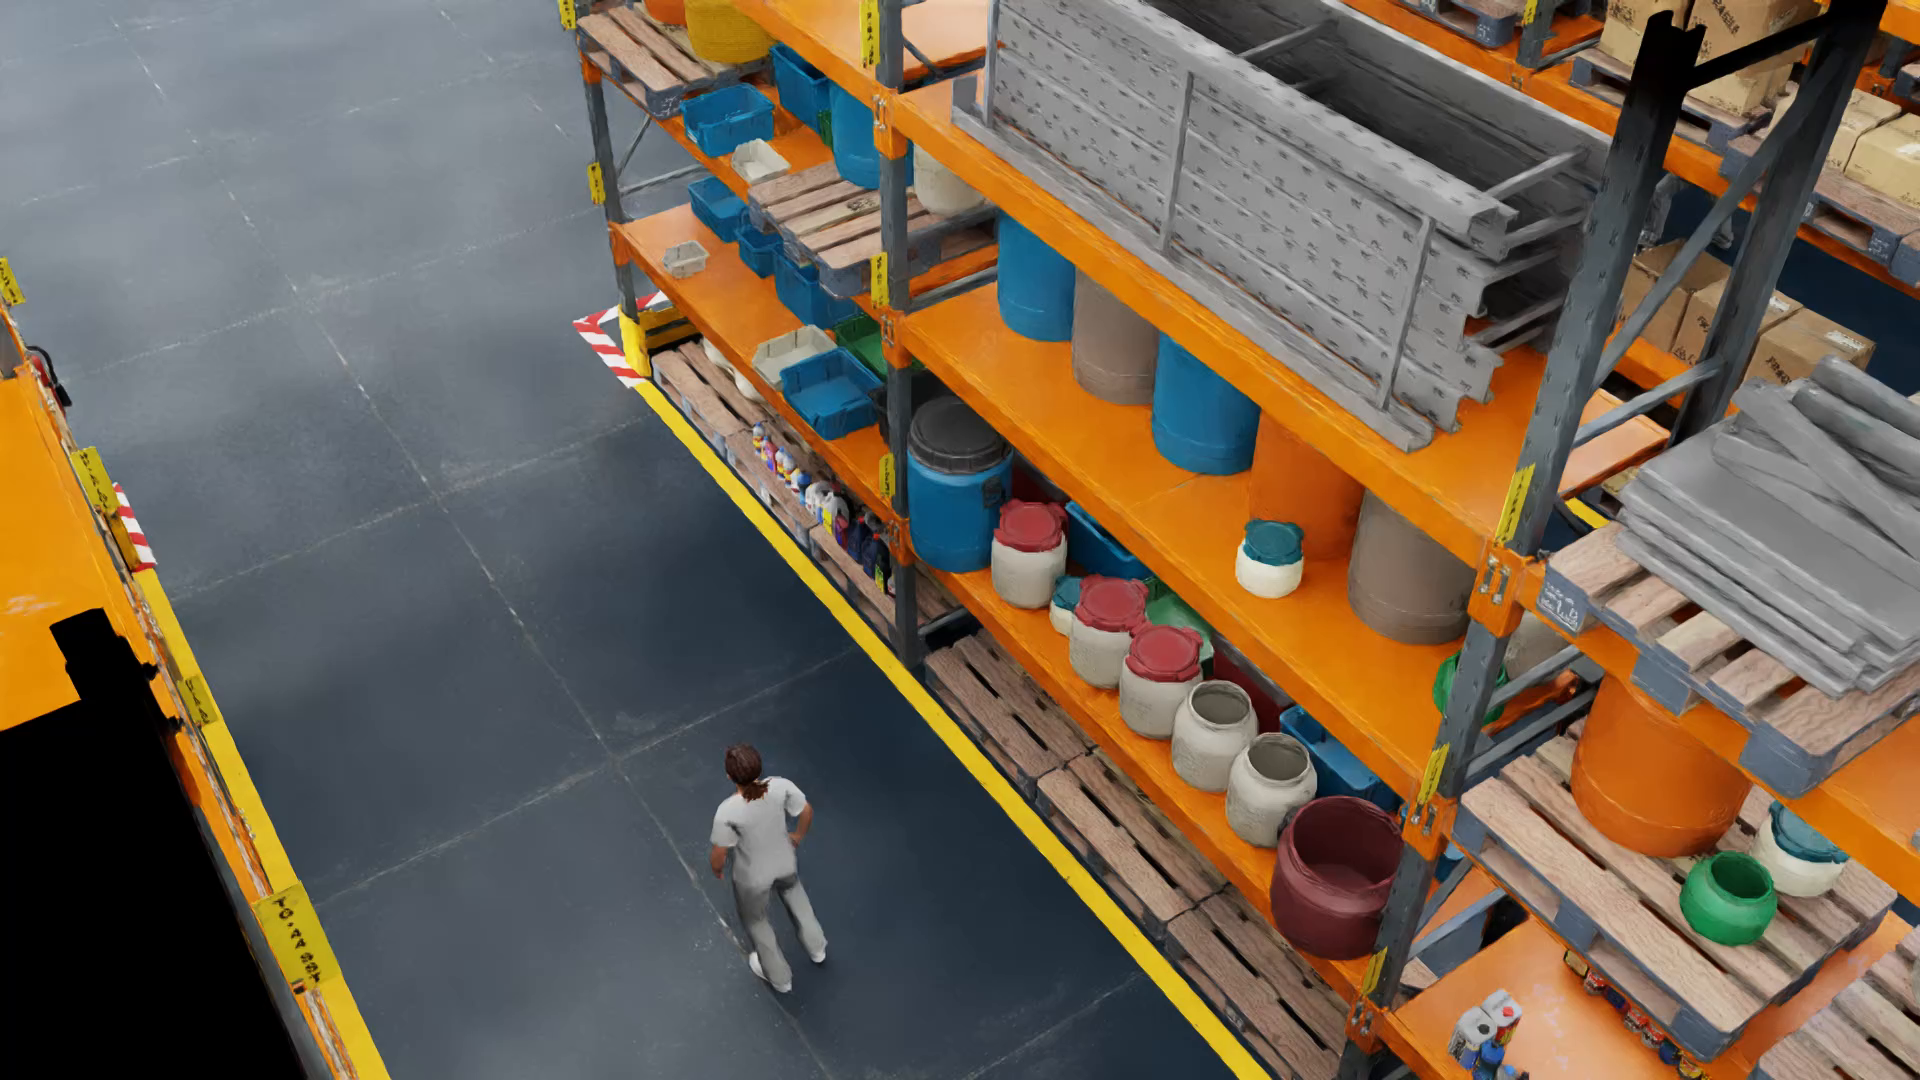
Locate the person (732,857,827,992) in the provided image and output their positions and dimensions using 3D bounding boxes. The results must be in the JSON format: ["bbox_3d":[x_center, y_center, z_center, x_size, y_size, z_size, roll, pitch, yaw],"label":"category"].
[{"bbox_3d":[-0.984,1.869,8.874,0.437,1.175,0.465,-26,49,-25],"label":"person"}]

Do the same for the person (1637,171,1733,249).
[{"bbox_3d":[6.286,-3.250,14.022,0.837,1.714,0.683,29,50,28],"label":"person"}]
